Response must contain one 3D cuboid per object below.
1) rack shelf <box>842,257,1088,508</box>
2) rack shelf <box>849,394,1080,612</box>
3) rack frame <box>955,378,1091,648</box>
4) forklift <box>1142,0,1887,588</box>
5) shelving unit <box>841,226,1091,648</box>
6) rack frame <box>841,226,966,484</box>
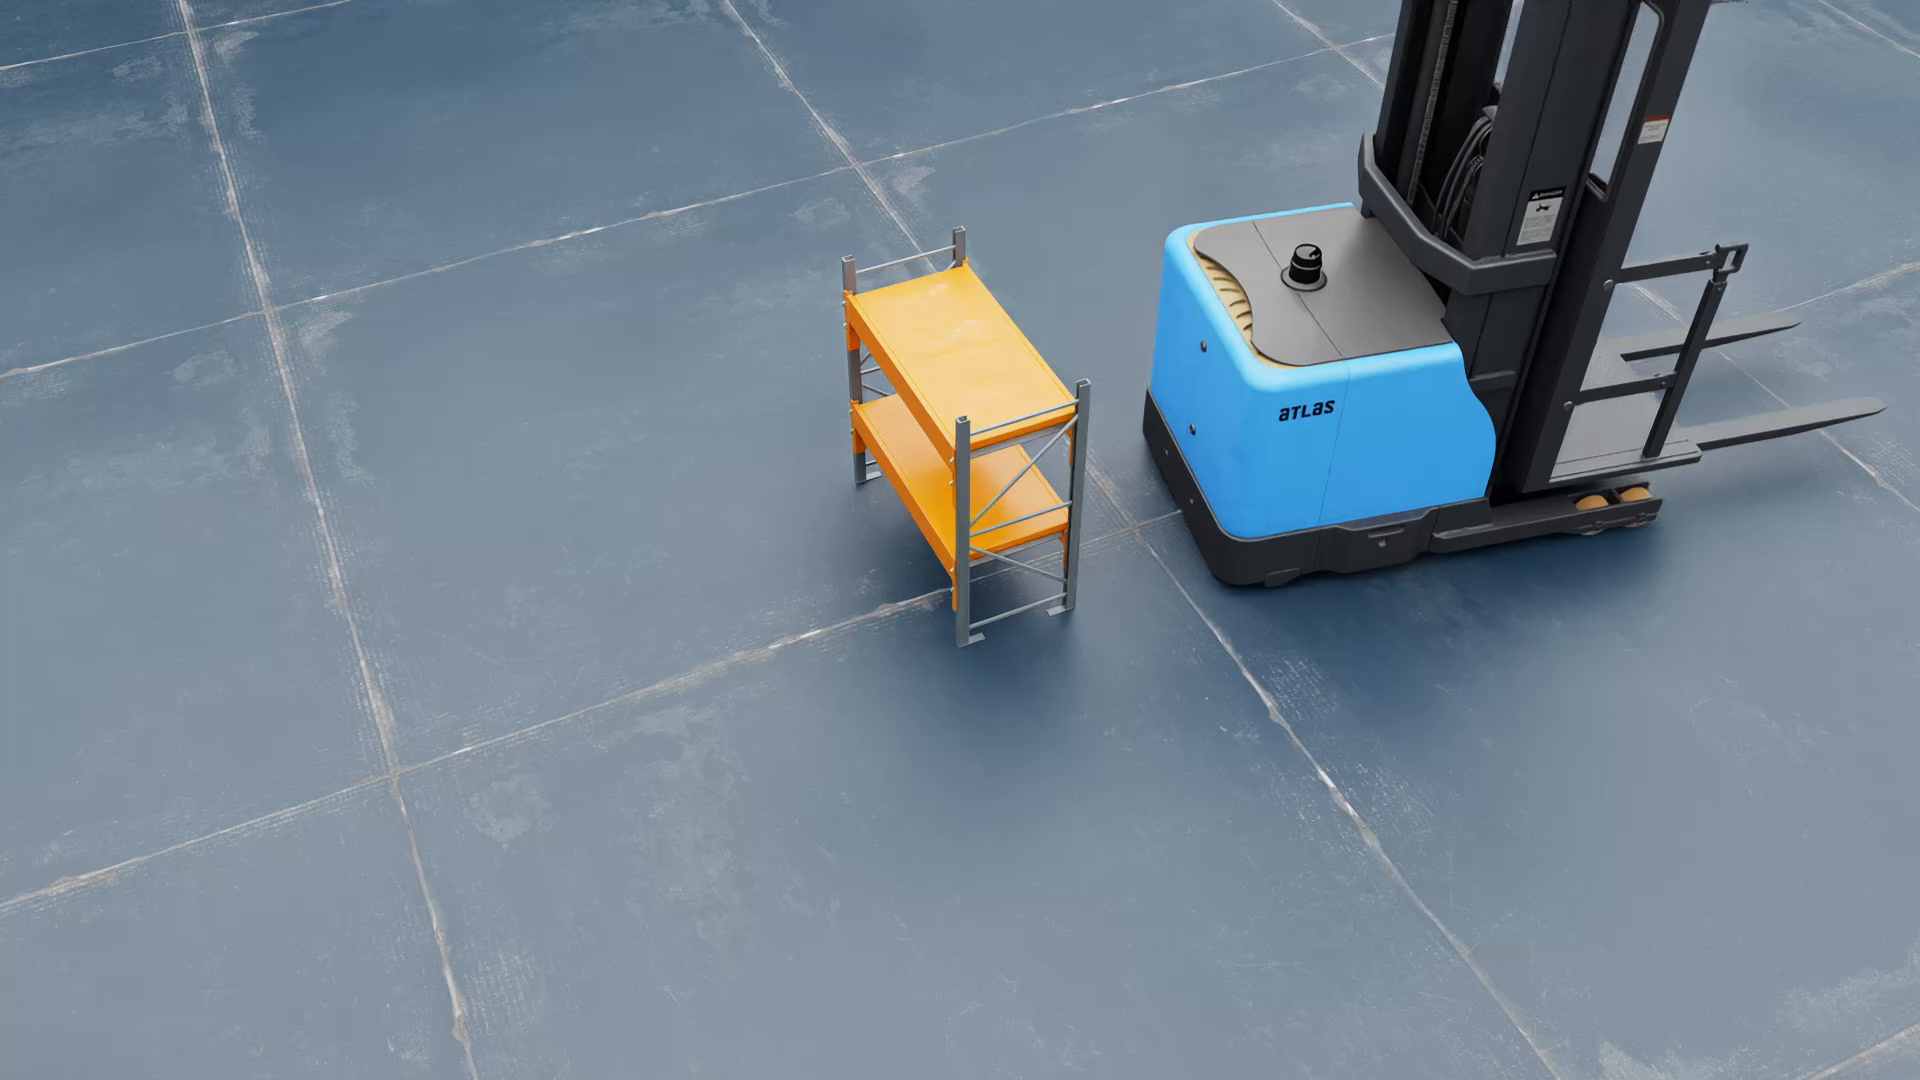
[{"bbox_3d":[0.003,-0.604,6.145,0.538,0.278,1.000,-18,47,-17],"label":"rack shelf"},{"bbox_3d":[0.003,-0.222,6.522,0.538,0.278,1.000,-18,47,-17],"label":"rack shelf"},{"bbox_3d":[0.217,-0.072,6.022,0.500,1.125,0.032,-18,47,-17],"label":"rack frame"},{"bbox_3d":[2.355,-1.415,6.097,3.031,2.935,1.130,-10,45,-10],"label":"forklift"},{"bbox_3d":[0.003,-0.396,6.351,0.538,1.125,1.048,-18,47,-17],"label":"shelving unit"},{"bbox_3d":[-0.211,-0.720,6.679,0.500,1.125,0.032,-18,47,-17],"label":"rack frame"}]
